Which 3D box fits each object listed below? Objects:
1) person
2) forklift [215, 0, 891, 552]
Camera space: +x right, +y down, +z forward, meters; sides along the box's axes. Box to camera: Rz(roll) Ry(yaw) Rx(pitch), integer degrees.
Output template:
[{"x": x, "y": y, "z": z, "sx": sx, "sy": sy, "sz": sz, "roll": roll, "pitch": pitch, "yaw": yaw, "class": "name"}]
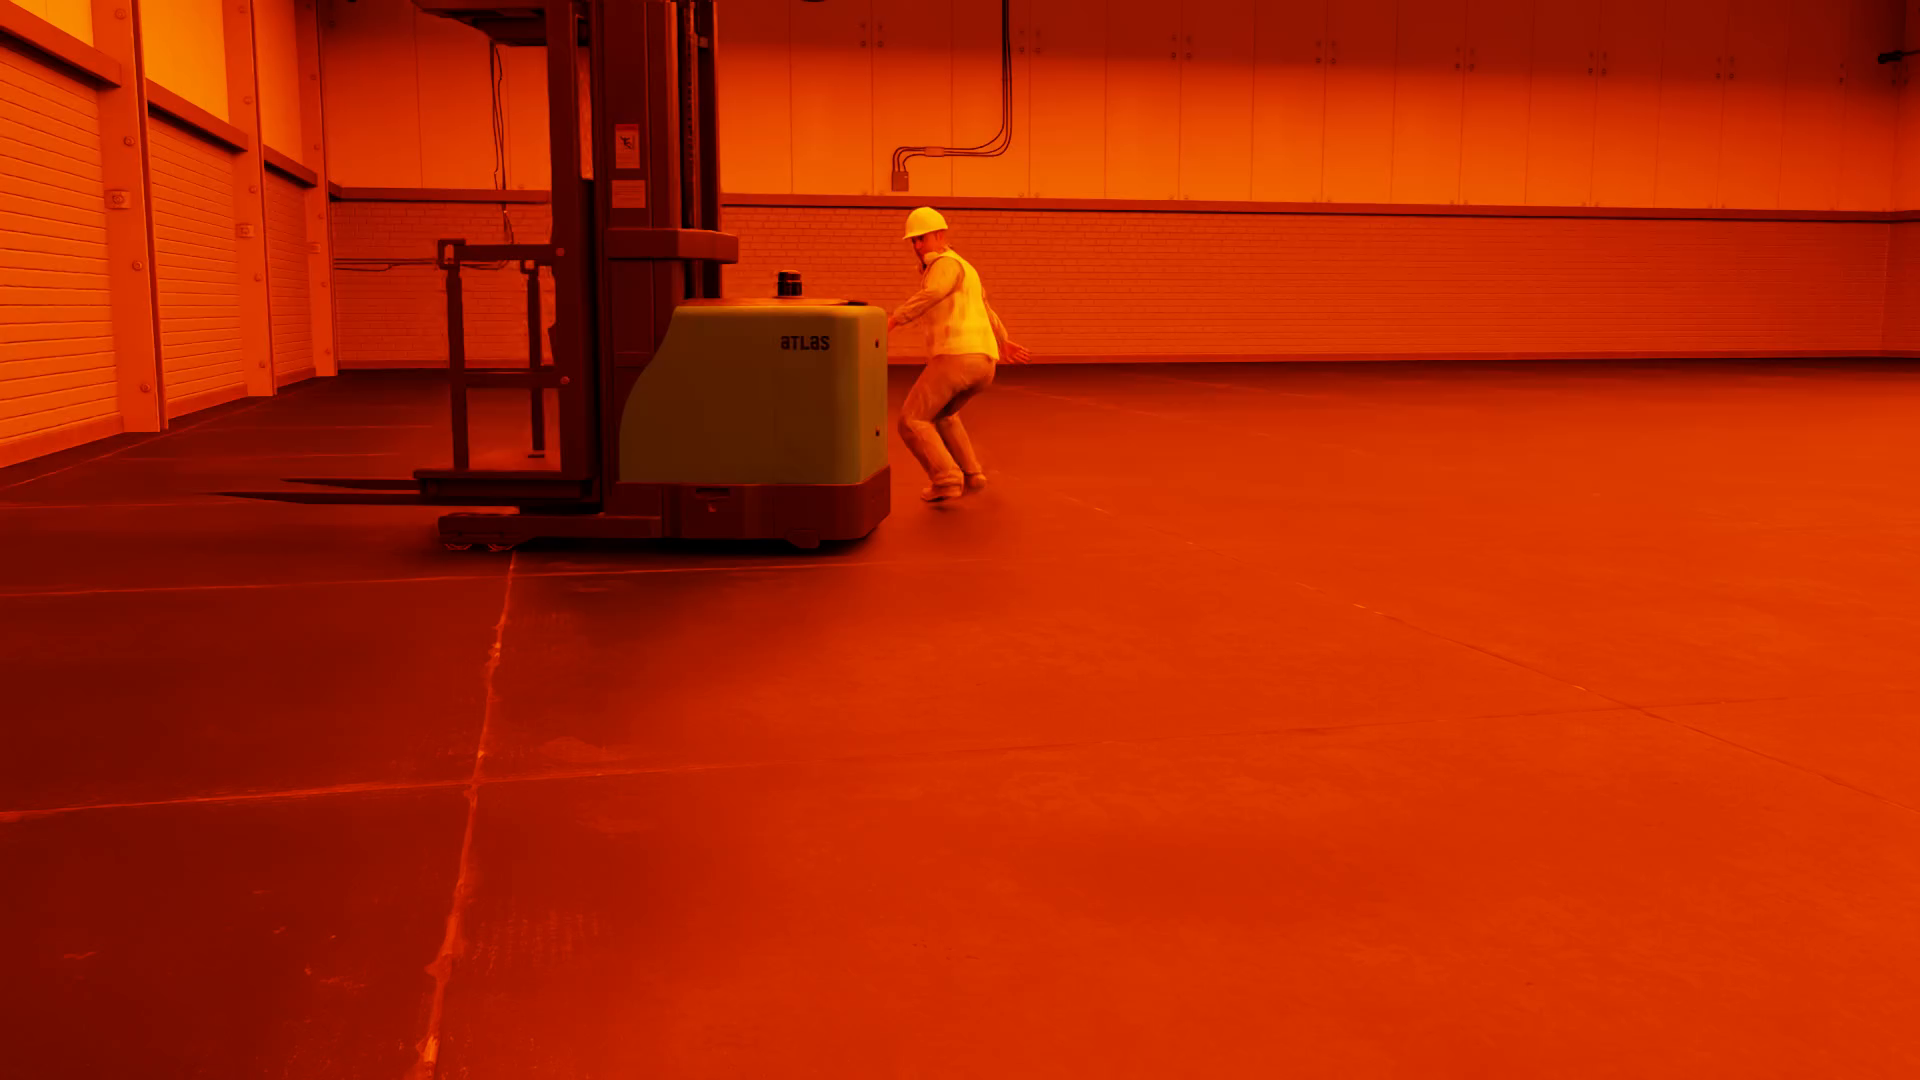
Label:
[{"x": -0.040, "y": -0.967, "z": 9.200, "sx": 0.571, "sy": 1.718, "sz": 1.023, "roll": 3, "pitch": 9, "yaw": 22, "class": "person"}, {"x": -1.887, "y": -1.472, "z": 7.648, "sx": 3.031, "sy": 2.935, "sz": 1.130, "roll": 1, "pitch": 8, "yaw": 6, "class": "forklift"}]
